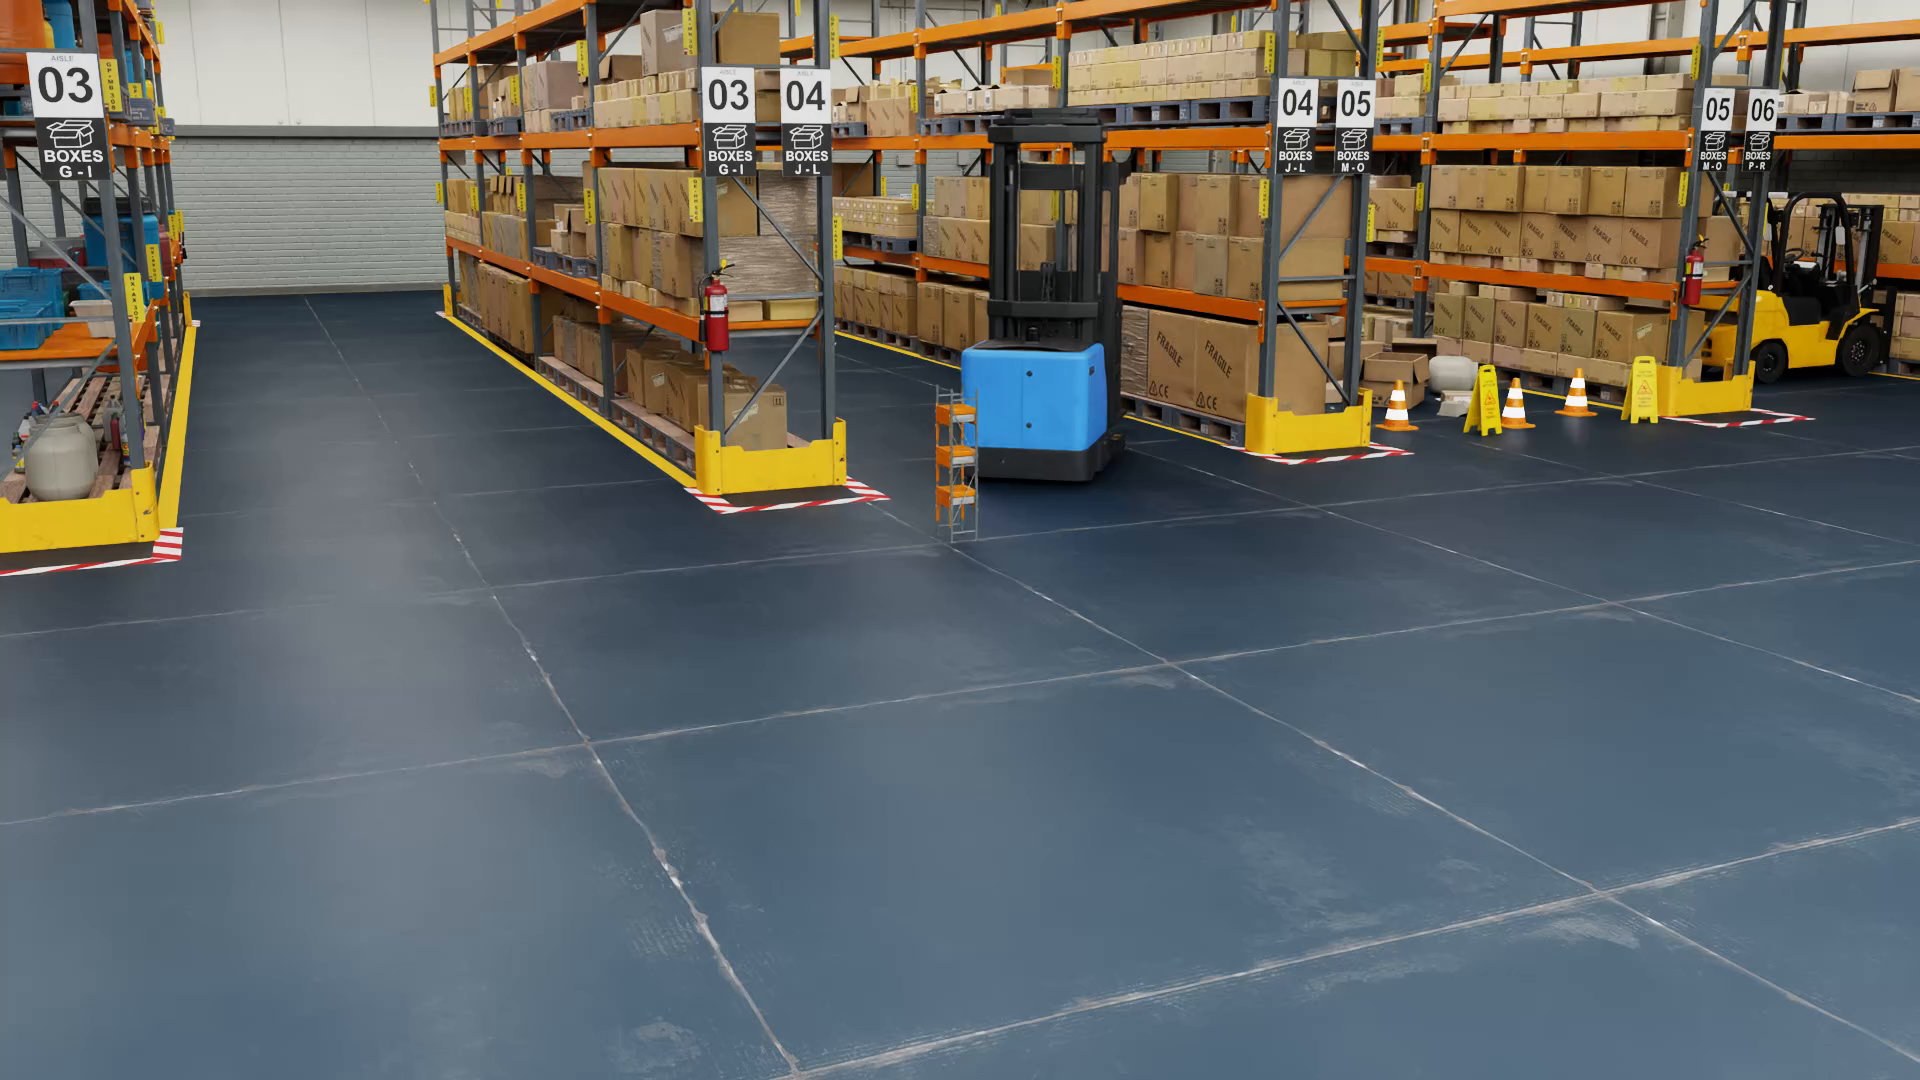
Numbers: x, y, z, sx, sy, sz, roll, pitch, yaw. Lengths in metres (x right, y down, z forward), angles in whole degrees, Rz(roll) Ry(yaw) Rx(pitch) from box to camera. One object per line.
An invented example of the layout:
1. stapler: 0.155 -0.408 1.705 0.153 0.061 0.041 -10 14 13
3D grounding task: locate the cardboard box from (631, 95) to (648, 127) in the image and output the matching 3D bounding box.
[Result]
1. cardboard box: -2.495 -3.654 14.185 0.500 0.250 0.500 -6 14 -24

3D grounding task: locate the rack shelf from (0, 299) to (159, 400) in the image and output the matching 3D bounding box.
1. rack shelf: -6.802 -1.491 12.756 1.077 0.370 4.000 -6 14 -23

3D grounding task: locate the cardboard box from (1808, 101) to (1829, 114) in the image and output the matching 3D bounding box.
1. cardboard box: 10.771 -5.360 20.628 0.380 0.149 0.250 -5 14 -21

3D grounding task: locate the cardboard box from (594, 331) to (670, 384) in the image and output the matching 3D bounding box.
1. cardboard box: -3.465 -1.928 17.615 0.700 0.500 0.500 -6 14 -23

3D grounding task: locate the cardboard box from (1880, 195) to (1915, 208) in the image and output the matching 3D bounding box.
1. cardboard box: 11.224 -4.039 19.850 0.380 0.149 0.250 -5 14 -22

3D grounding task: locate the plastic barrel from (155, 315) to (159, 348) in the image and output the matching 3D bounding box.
1. plastic barrel: -10.322 -2.830 20.667 0.600 0.901 0.708 -6 14 -23

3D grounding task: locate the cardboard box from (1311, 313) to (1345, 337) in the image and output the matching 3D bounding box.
1. cardboard box: 4.396 -2.582 19.736 0.500 0.500 0.500 -6 14 -23

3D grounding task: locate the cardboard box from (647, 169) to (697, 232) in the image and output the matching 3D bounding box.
1. cardboard box: -2.313 -2.854 13.951 0.500 0.500 0.500 -6 14 -23

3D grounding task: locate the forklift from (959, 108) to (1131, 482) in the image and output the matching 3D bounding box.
1. forklift: 0.845 -2.172 14.254 1.130 2.935 3.031 3 13 14

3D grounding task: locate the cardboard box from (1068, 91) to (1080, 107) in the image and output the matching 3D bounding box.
1. cardboard box: 1.354 -4.616 17.413 0.380 0.149 0.250 -6 14 -24

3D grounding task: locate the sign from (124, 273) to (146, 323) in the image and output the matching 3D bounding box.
1. sign: -5.495 -1.612 11.069 0.100 0.325 0.005 -6 14 -23

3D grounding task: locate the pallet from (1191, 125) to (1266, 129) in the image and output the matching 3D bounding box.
1. pallet: 4.106 -5.921 24.069 1.213 0.211 1.003 -5 14 -20

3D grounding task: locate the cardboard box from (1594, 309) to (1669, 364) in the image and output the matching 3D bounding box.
1. cardboard box: 7.058 -2.143 17.482 0.500 0.500 0.500 -6 14 -23

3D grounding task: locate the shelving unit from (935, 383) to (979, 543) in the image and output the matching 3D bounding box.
1. shelving unit: -0.021 -0.523 11.299 0.215 1.050 0.252 -6 14 -23

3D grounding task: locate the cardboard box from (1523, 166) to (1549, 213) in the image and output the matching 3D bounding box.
1. cardboard box: 6.646 -3.854 18.273 0.700 0.500 0.500 -6 14 -23

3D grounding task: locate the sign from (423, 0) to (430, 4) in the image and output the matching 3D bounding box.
1. sign: -8.383 -8.588 26.095 0.100 0.325 0.005 -6 14 -23

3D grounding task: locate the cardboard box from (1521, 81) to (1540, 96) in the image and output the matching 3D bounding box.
1. cardboard box: 6.414 -4.966 18.311 0.380 0.149 0.250 -6 14 -24

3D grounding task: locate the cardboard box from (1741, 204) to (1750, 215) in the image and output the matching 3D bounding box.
1. cardboard box: 10.448 -4.322 21.730 0.380 0.149 0.250 -6 14 -24

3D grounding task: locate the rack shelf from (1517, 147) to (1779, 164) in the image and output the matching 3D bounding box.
1. rack shelf: 9.761 -5.571 23.729 1.077 0.370 4.000 -6 14 -23

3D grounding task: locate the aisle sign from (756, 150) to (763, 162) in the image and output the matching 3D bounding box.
1. aisle sign: -3.591 -6.863 28.606 0.394 0.787 0.004 -6 14 -23

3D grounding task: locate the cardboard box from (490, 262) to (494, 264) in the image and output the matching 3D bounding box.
1. cardboard box: -6.461 -3.668 24.347 0.875 0.875 0.875 -6 14 -23

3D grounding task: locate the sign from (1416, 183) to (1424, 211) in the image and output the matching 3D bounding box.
1. sign: 5.508 -4.111 19.910 0.100 0.325 0.005 -6 14 -23

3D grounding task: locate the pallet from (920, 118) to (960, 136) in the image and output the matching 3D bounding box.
1. pallet: 0.224 -5.197 20.938 1.213 0.211 1.003 -5 14 -20

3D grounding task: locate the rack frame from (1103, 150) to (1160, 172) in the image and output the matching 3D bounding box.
1. rack frame: 2.811 -5.250 27.402 1.000 3.000 0.127 -6 14 -23

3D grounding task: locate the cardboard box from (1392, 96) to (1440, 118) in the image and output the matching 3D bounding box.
1. cardboard box: 5.649 -5.298 20.357 0.500 0.250 0.500 -6 14 -24

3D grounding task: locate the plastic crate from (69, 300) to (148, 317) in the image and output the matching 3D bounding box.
1. plastic crate: -6.721 -1.814 13.139 0.530 0.136 0.437 -6 14 -23

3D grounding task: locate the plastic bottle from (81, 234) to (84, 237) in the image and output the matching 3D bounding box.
1. plastic bottle: -10.369 -3.441 19.694 0.144 0.351 0.185 -6 14 -23

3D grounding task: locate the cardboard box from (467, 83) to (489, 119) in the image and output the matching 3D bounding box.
1. cardboard box: -6.638 -6.275 23.802 0.700 0.500 0.500 -7 15 -26

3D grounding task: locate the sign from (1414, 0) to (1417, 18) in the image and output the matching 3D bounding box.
1. sign: 7.863 -9.206 28.765 0.100 0.325 0.005 -6 14 -23

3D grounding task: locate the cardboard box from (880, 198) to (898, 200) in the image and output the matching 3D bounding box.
1. cardboard box: -0.934 -4.875 24.086 0.380 0.149 0.250 -6 14 -25

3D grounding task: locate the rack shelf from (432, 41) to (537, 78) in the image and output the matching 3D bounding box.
1. rack shelf: -7.071 -7.146 24.770 1.077 0.370 4.000 -6 14 -23

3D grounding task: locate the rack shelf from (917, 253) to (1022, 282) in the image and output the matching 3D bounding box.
1. rack shelf: 0.719 -3.192 20.105 1.077 0.370 4.000 -6 14 -23

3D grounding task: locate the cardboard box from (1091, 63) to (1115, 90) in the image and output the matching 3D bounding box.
1. cardboard box: 1.663 -4.686 16.830 0.500 0.250 0.500 -6 14 -23

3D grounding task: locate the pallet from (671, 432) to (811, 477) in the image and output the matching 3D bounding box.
1. pallet: -1.786 -0.704 13.944 1.003 0.211 1.213 -6 14 -23

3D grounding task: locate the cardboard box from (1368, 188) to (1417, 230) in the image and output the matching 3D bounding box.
1. cardboard box: 5.420 -4.173 20.934 0.500 0.500 0.500 -6 14 -23

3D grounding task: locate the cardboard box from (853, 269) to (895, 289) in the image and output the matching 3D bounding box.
1. cardboard box: -1.215 -3.742 23.836 0.500 0.250 0.500 -5 14 -21

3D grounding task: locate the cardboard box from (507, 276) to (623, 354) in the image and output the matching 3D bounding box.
1. cardboard box: -4.925 -2.843 20.780 1.225 0.875 0.875 -6 14 -26

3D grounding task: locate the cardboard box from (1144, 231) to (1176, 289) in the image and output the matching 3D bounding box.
1. cardboard box: 2.333 -2.793 16.453 0.875 0.550 0.500 -6 14 -23

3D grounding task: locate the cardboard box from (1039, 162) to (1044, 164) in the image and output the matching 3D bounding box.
1. cardboard box: 1.603 -6.561 29.187 0.380 0.149 0.250 -5 14 -22

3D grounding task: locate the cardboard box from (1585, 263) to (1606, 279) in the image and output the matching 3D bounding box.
1. cardboard box: 6.855 -2.854 17.607 0.380 0.149 0.250 -5 14 -22

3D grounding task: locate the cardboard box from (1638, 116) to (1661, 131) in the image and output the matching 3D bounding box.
1. cardboard box: 7.089 -4.207 16.799 0.380 0.149 0.250 -6 14 -23

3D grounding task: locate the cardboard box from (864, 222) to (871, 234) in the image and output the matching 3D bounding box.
1. cardboard box: -1.108 -4.310 22.967 0.380 0.149 0.250 -6 14 -25

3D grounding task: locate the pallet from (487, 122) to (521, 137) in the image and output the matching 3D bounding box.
1. pallet: -5.857 -5.538 22.419 0.805 0.209 1.217 -6 14 -25

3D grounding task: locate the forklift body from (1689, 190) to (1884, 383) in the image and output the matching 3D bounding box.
1. forklift body: 9.733 -3.034 19.707 2.313 2.155 1.214 -6 14 -23

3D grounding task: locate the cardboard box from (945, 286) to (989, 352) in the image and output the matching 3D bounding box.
1. cardboard box: 0.433 -2.750 20.658 1.050 0.750 0.750 -5 14 -22

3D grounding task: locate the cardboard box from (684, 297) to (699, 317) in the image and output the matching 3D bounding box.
1. cardboard box: -2.013 -1.892 13.451 0.380 0.149 0.250 -6 14 -23

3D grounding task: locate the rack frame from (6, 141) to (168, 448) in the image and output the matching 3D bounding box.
1. rack frame: -7.603 -2.255 14.460 1.000 3.000 0.127 -6 14 -23

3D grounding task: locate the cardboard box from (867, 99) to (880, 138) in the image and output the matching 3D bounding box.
1. cardboard box: -0.953 -5.767 22.760 0.500 0.500 0.500 -6 14 -23

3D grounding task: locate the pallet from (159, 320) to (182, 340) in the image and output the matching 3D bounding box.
1. pallet: -11.630 -2.950 23.648 1.003 0.211 1.213 -6 14 -23

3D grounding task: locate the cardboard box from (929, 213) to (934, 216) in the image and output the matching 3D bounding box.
1. cardboard box: -0.202 -4.357 22.508 0.380 0.149 0.250 -5 14 -20

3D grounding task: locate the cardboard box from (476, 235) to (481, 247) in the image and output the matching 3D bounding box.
1. cardboard box: -6.692 -4.266 23.707 0.380 0.149 0.250 -6 14 -23

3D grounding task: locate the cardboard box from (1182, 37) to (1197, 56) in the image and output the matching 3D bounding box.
1. cardboard box: 2.271 -4.532 15.284 0.380 0.149 0.250 -6 14 -23

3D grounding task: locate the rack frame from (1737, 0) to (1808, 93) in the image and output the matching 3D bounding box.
1. rack frame: 10.562 -6.969 21.525 1.000 3.000 0.127 -6 14 -23
